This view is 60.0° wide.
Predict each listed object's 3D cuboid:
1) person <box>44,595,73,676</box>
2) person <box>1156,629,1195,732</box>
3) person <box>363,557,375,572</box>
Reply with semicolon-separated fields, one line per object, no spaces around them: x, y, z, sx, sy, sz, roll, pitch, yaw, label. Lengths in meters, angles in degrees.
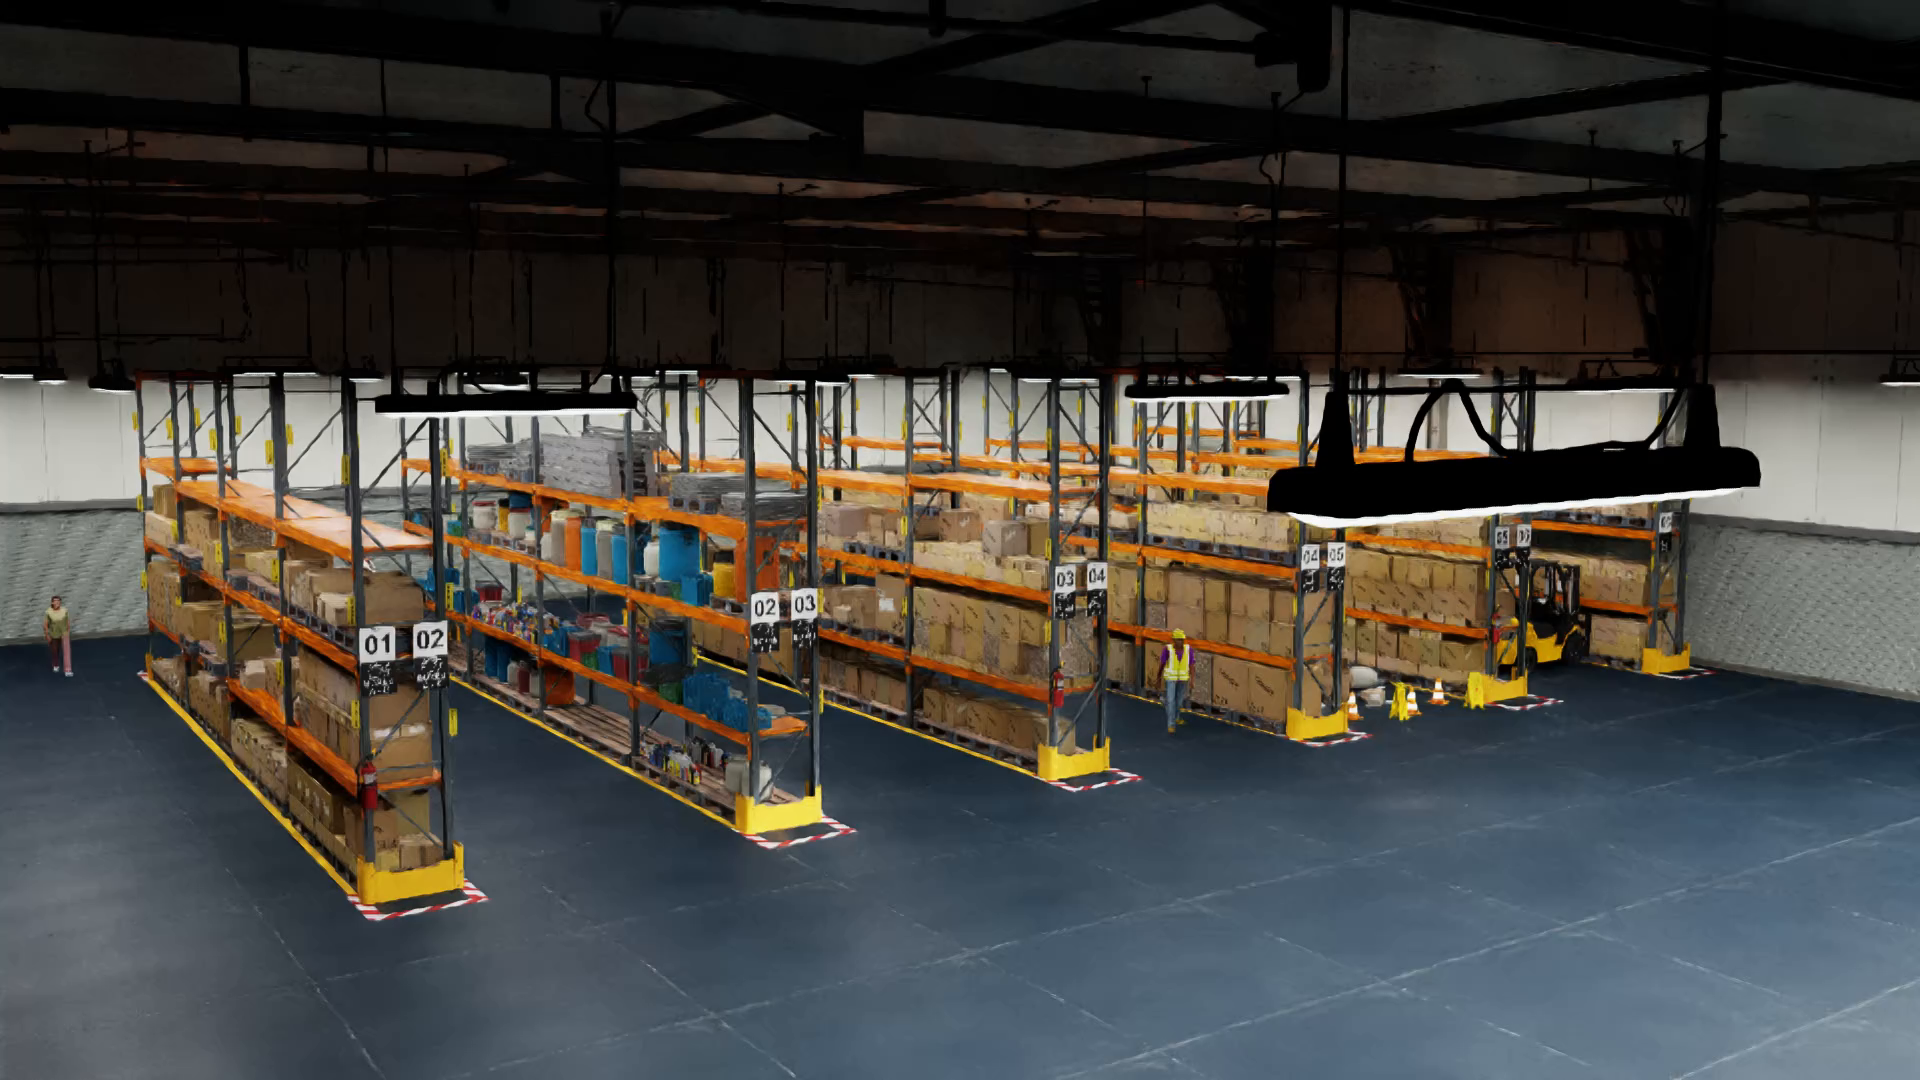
-17.666;1.854;32.556;0.448;1.590;1.110;-4;8;-31;person
3.640;2.335;27.910;0.622;1.721;0.957;-1;7;-10;person
-13.850;1.114;38.465;0.558;1.769;0.782;2;7;16;person
